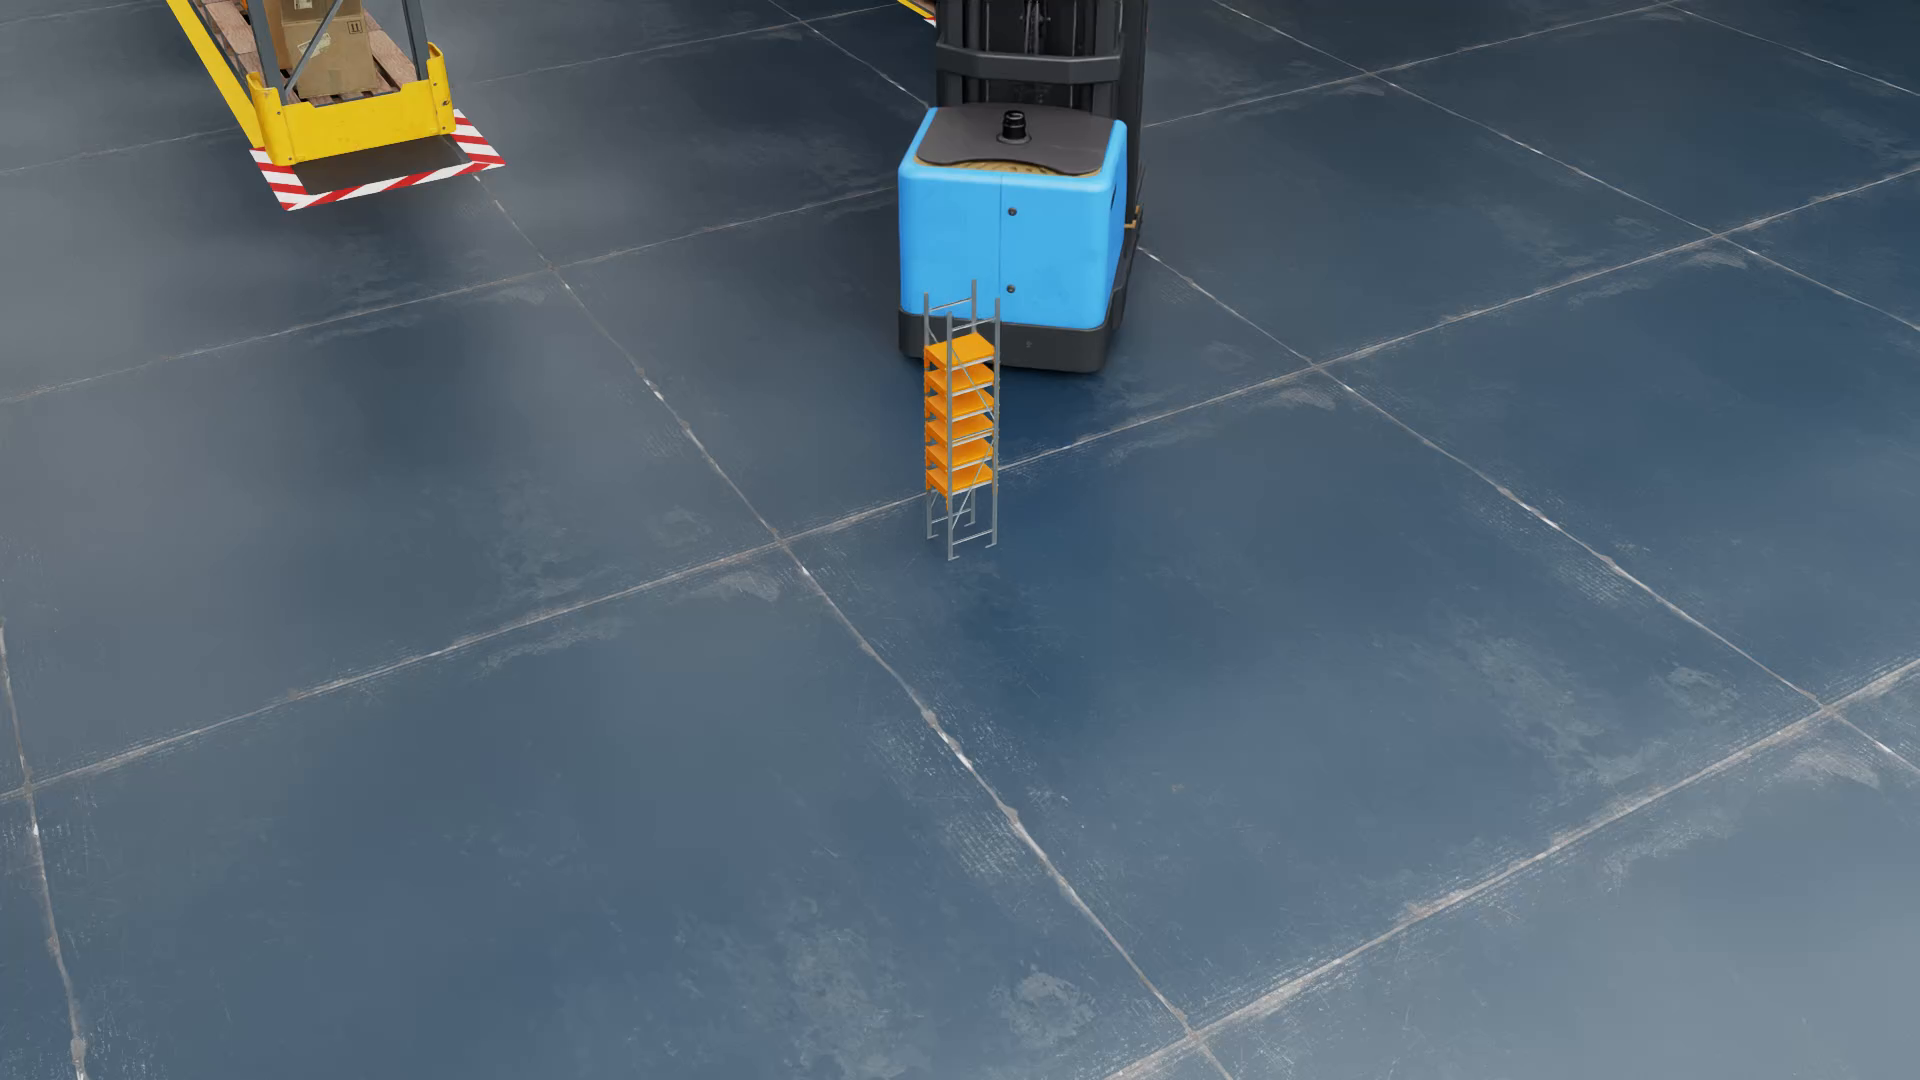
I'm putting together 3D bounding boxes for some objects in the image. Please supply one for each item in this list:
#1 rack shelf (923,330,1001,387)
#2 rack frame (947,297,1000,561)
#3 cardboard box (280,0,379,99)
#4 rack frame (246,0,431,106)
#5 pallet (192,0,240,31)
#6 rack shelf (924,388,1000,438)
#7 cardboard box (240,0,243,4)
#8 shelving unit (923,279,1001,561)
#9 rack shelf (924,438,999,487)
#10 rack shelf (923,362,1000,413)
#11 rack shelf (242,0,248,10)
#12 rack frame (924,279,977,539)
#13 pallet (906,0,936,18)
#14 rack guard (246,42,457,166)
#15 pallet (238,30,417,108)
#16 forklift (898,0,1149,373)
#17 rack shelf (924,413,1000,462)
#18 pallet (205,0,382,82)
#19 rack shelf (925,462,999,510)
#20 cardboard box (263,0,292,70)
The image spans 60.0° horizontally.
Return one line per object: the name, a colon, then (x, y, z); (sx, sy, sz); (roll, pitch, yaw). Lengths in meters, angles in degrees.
rack shelf: (0.007, -0.732, 6.700); (0.258, 0.103, 0.180); (-19, 40, -24)
rack frame: (0.053, -0.430, 6.822); (0.240, 1.200, 0.006); (-19, 40, -24)
cardboard box: (-4.144, -3.257, 10.929); (0.500, 0.500, 0.500); (-12, 38, -16)
rack frame: (-3.845, -3.773, 9.873); (1.000, 3.000, 0.127); (-19, 40, -24)
pallet: (-5.486, -4.355, 13.034); (1.003, 0.211, 1.213); (-19, 40, -24)
rack shelf: (0.007, -0.538, 6.841); (0.258, 0.103, 0.180); (-19, 40, -24)
cardboard box: (-5.014, -4.174, 12.185); (0.500, 0.500, 0.500); (-23, 42, -28)
shelving unit: (0.007, -0.477, 6.886); (0.258, 1.200, 0.189); (-19, 40, -24)
rack shelf: (0.007, -0.344, 6.983); (0.258, 0.103, 0.180); (-19, 40, -24)
rack shelf: (0.007, -0.635, 6.771); (0.258, 0.103, 0.180); (-19, 40, -24)
rack shelf: (-4.850, -4.503, 11.482); (1.077, 0.370, 4.000); (-19, 40, -24)
rack frame: (-0.039, -0.524, 6.950); (0.240, 1.200, 0.006); (-19, 40, -24)
pallet: (0.025, -4.450, 13.164); (1.003, 0.211, 1.213); (-19, 40, -24)
rack guard: (-3.883, -2.803, 10.663); (1.175, 0.500, 0.348); (-19, 40, -24)
pallet: (-4.261, -3.111, 11.330); (1.003, 0.211, 1.213); (-19, 40, -24)
forklift: (0.461, -2.881, 8.709); (1.130, 2.935, 3.031); (6, 37, 8)
rack shelf: (0.007, -0.441, 6.912); (0.258, 0.103, 0.180); (-19, 40, -24)
pallet: (-4.869, -3.732, 12.181); (1.003, 0.211, 1.213); (-19, 40, -24)
rack shelf: (0.007, -0.247, 7.054); (0.258, 0.103, 0.180); (-19, 40, -24)
cardboard box: (-4.474, -3.551, 11.333); (0.500, 0.500, 0.500); (-9, 37, -12)
